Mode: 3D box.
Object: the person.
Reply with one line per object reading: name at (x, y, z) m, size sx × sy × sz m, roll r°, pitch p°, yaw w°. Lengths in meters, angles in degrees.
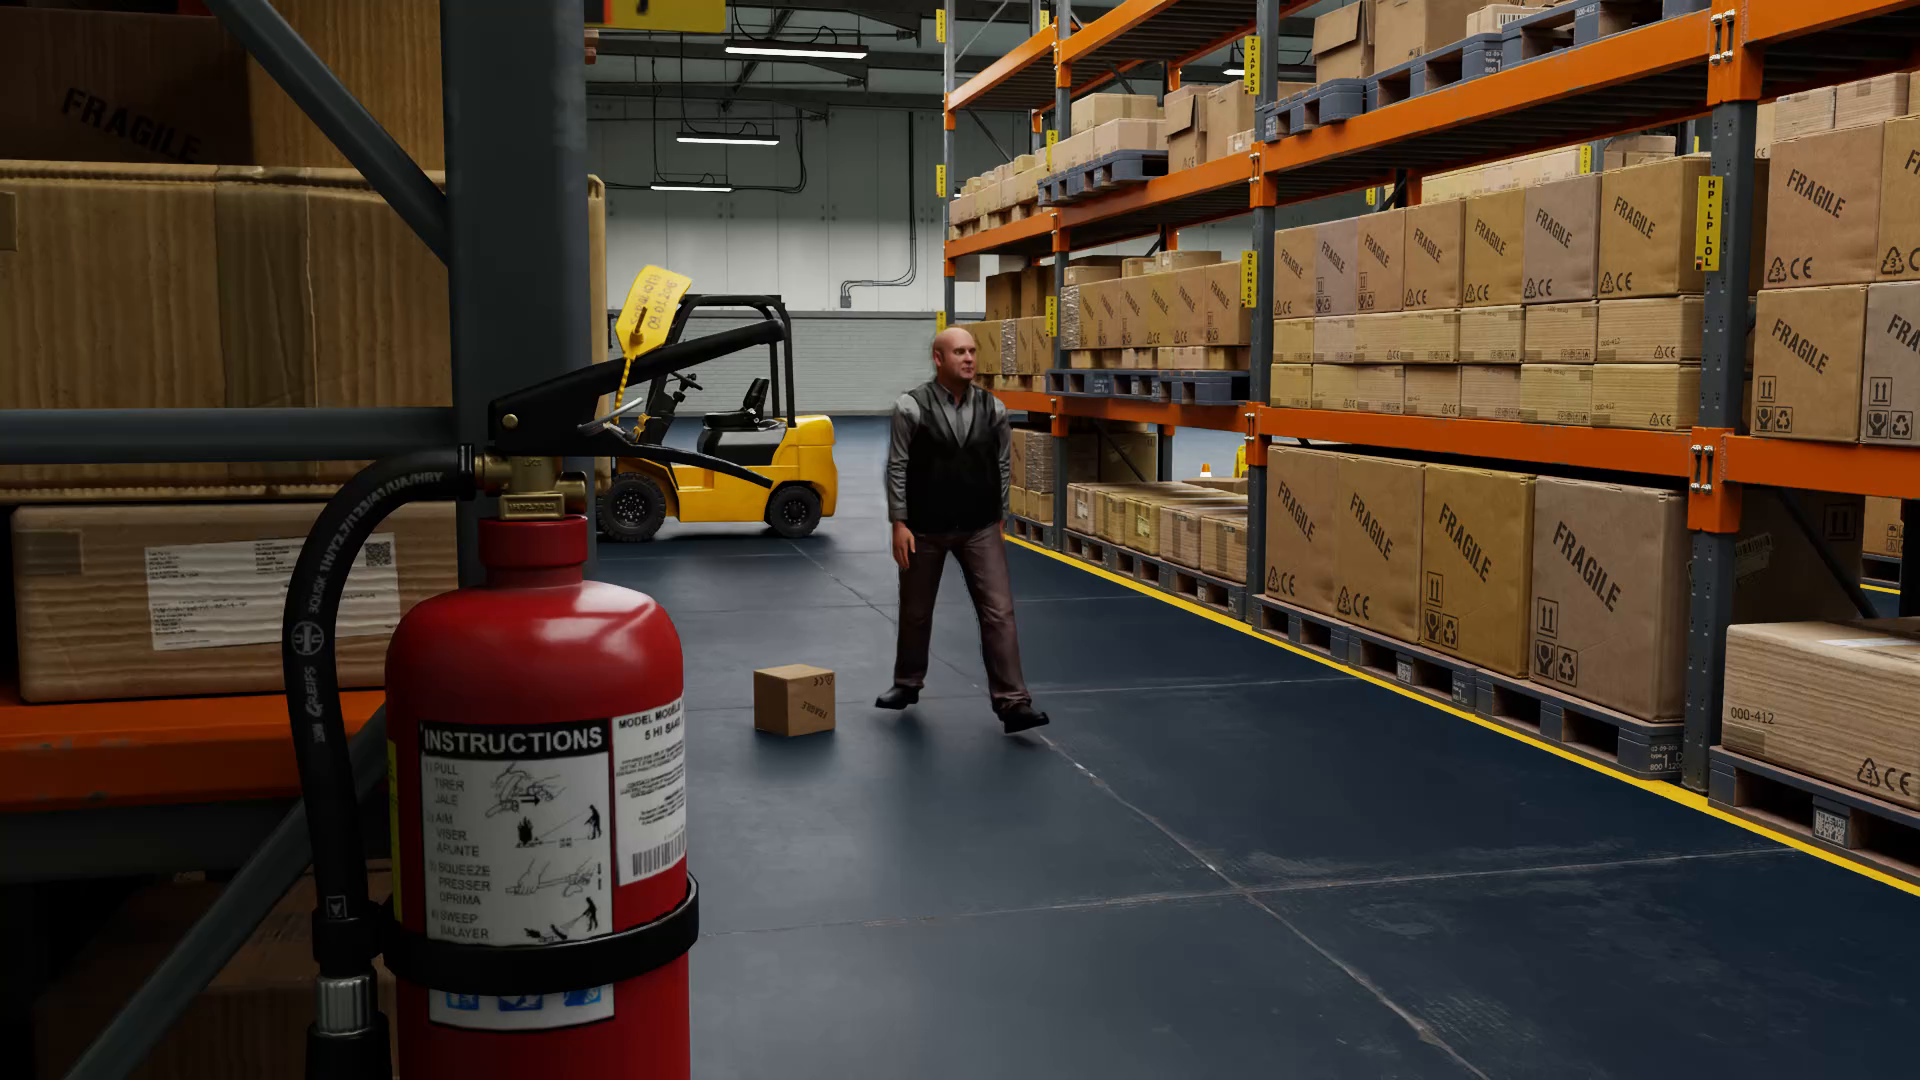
person at (-0.018, -0.046, 7.017) m, size 0.621 × 1.686 × 0.900 m, roll -1°, pitch 6°, yaw -12°
